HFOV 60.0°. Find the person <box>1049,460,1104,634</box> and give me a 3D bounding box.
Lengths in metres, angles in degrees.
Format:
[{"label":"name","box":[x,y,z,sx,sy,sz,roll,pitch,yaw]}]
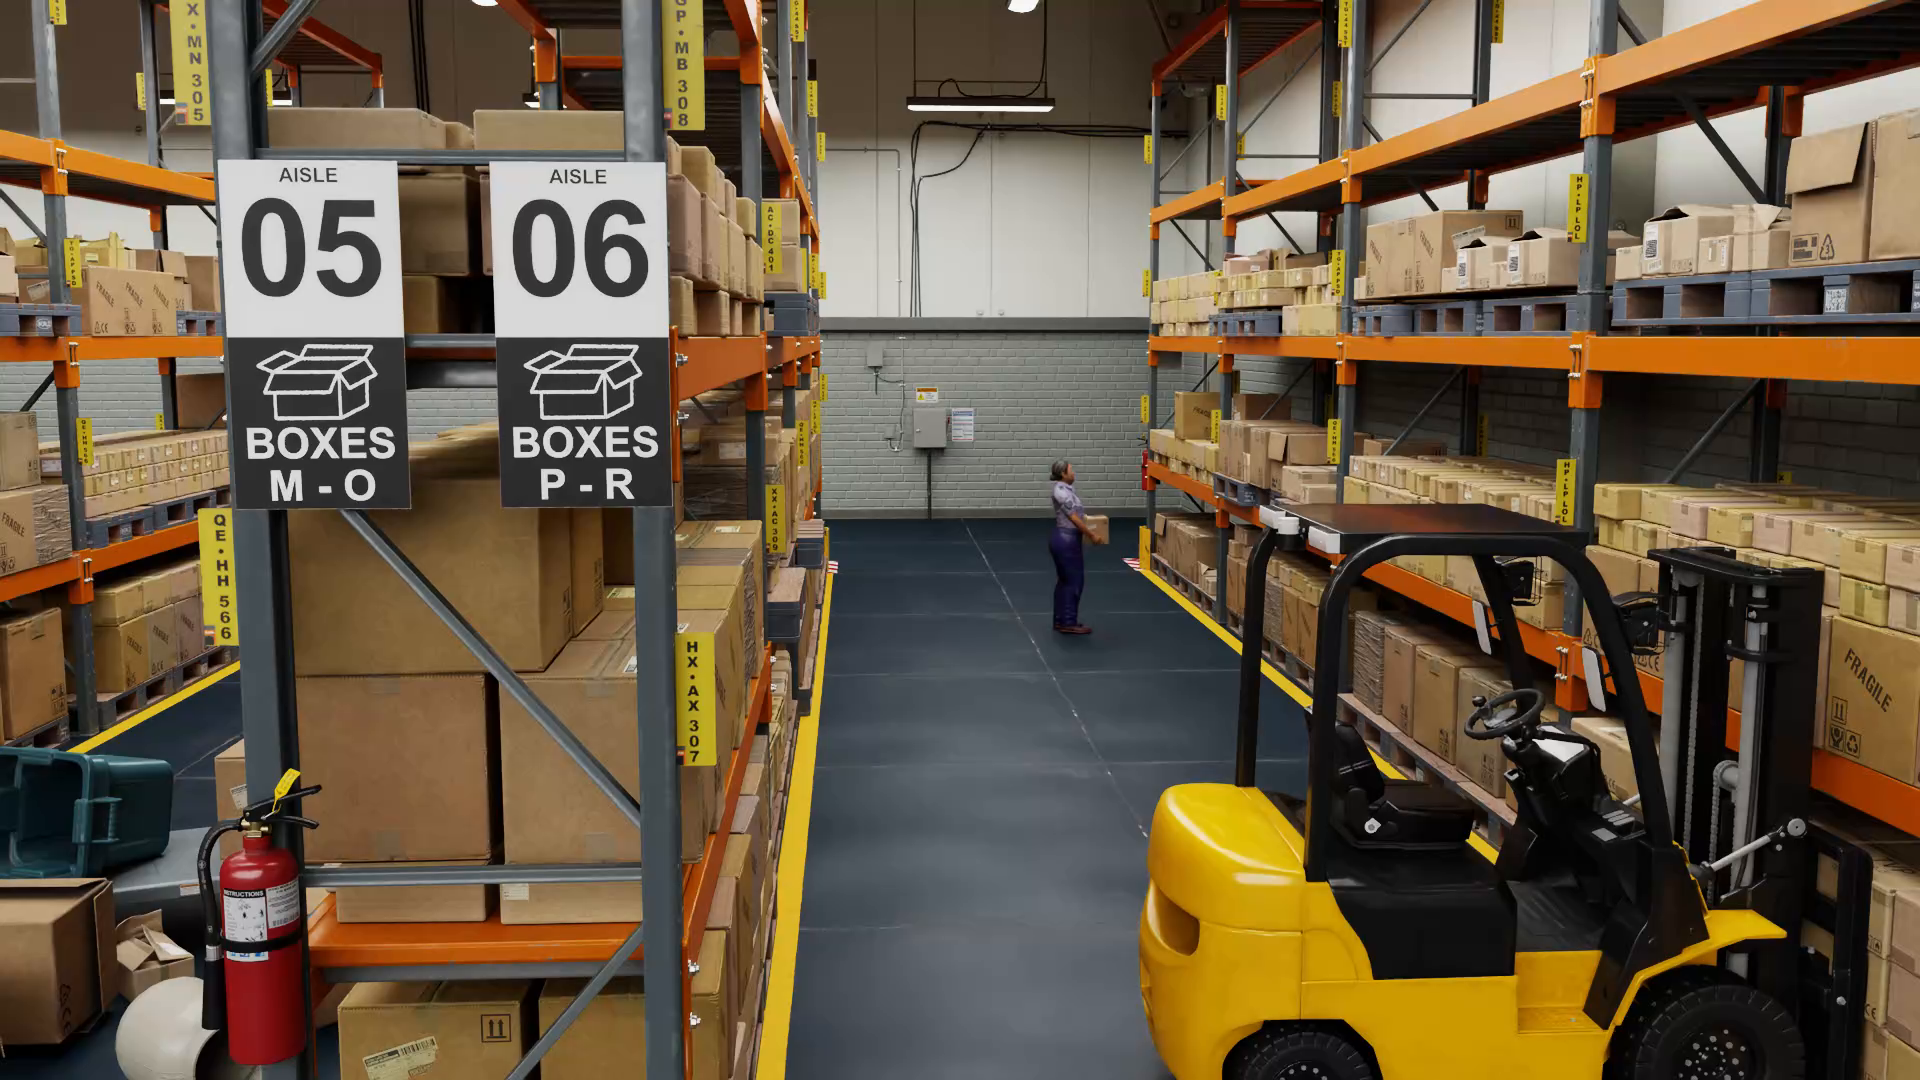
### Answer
[{"label":"person","box":[1.103,0.061,15.853,0.511,1.636,0.455,0,7,-2]}]
